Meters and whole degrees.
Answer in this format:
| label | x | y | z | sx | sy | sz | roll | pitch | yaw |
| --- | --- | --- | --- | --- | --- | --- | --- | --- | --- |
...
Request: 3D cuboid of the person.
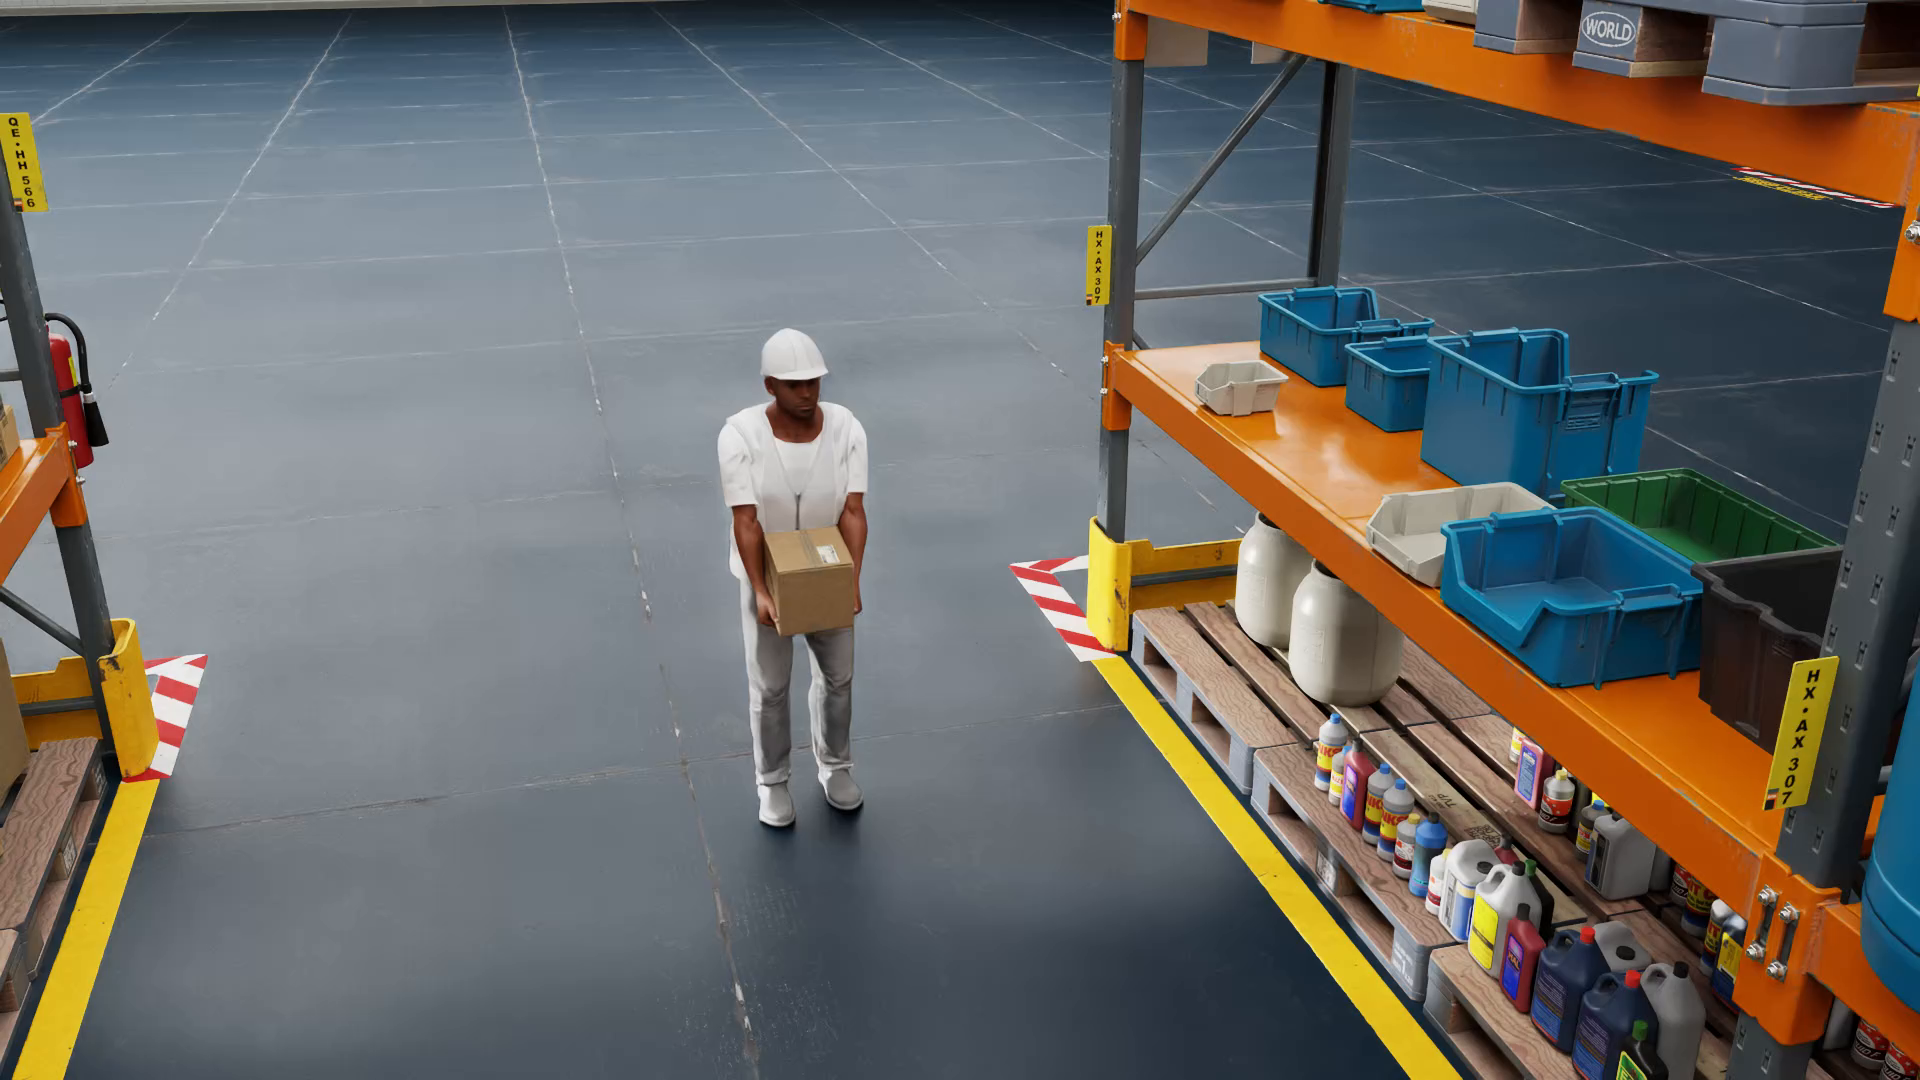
| label | x | y | z | sx | sy | sz | roll | pitch | yaw |
| --- | --- | --- | --- | --- | --- | --- | --- | --- | --- |
| person | -0.536 | 0.156 | 5.697 | 0.505 | 1.761 | 0.575 | -7 | 24 | -15 |
